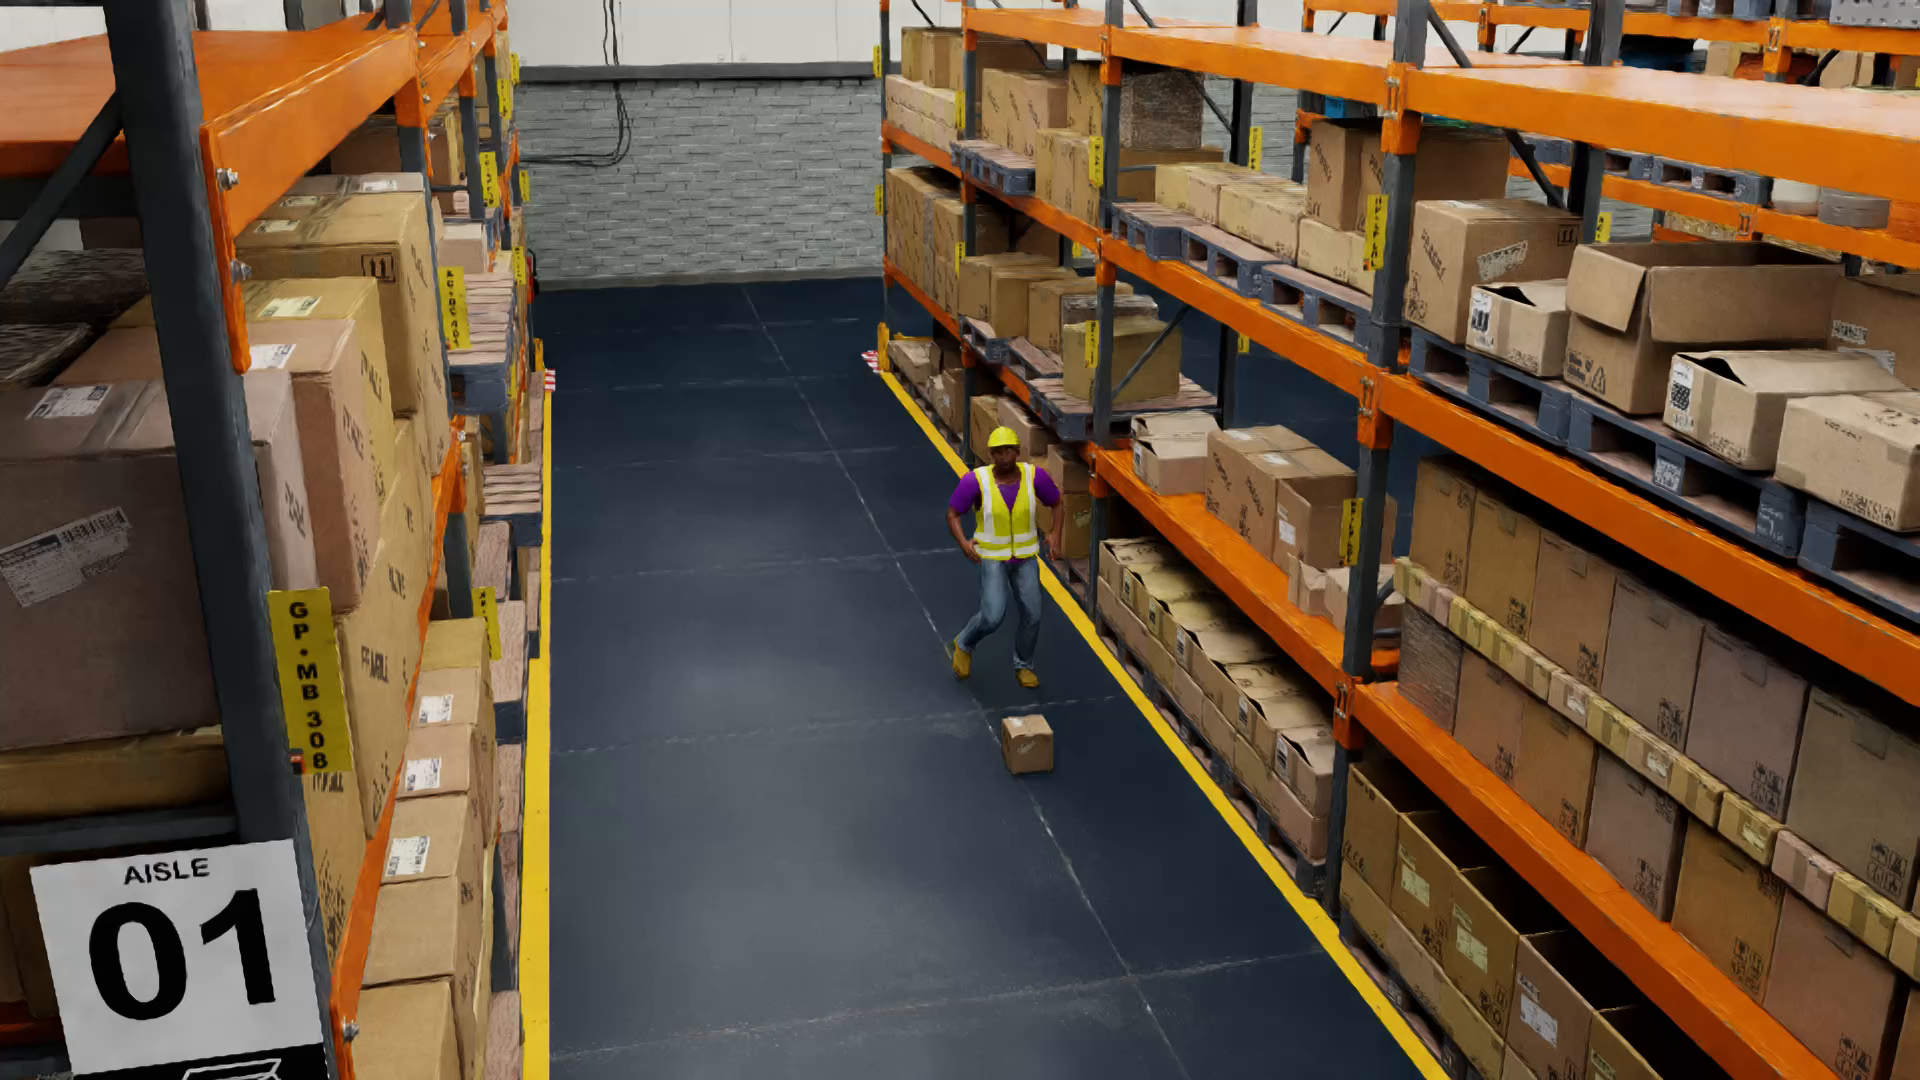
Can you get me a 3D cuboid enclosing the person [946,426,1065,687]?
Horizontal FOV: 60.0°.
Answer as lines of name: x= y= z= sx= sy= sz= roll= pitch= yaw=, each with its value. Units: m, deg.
person: x=0.334 y=0.112 z=10.773 sx=0.779 sy=1.729 sz=0.488 roll=-6 pitch=20 yaw=-16
